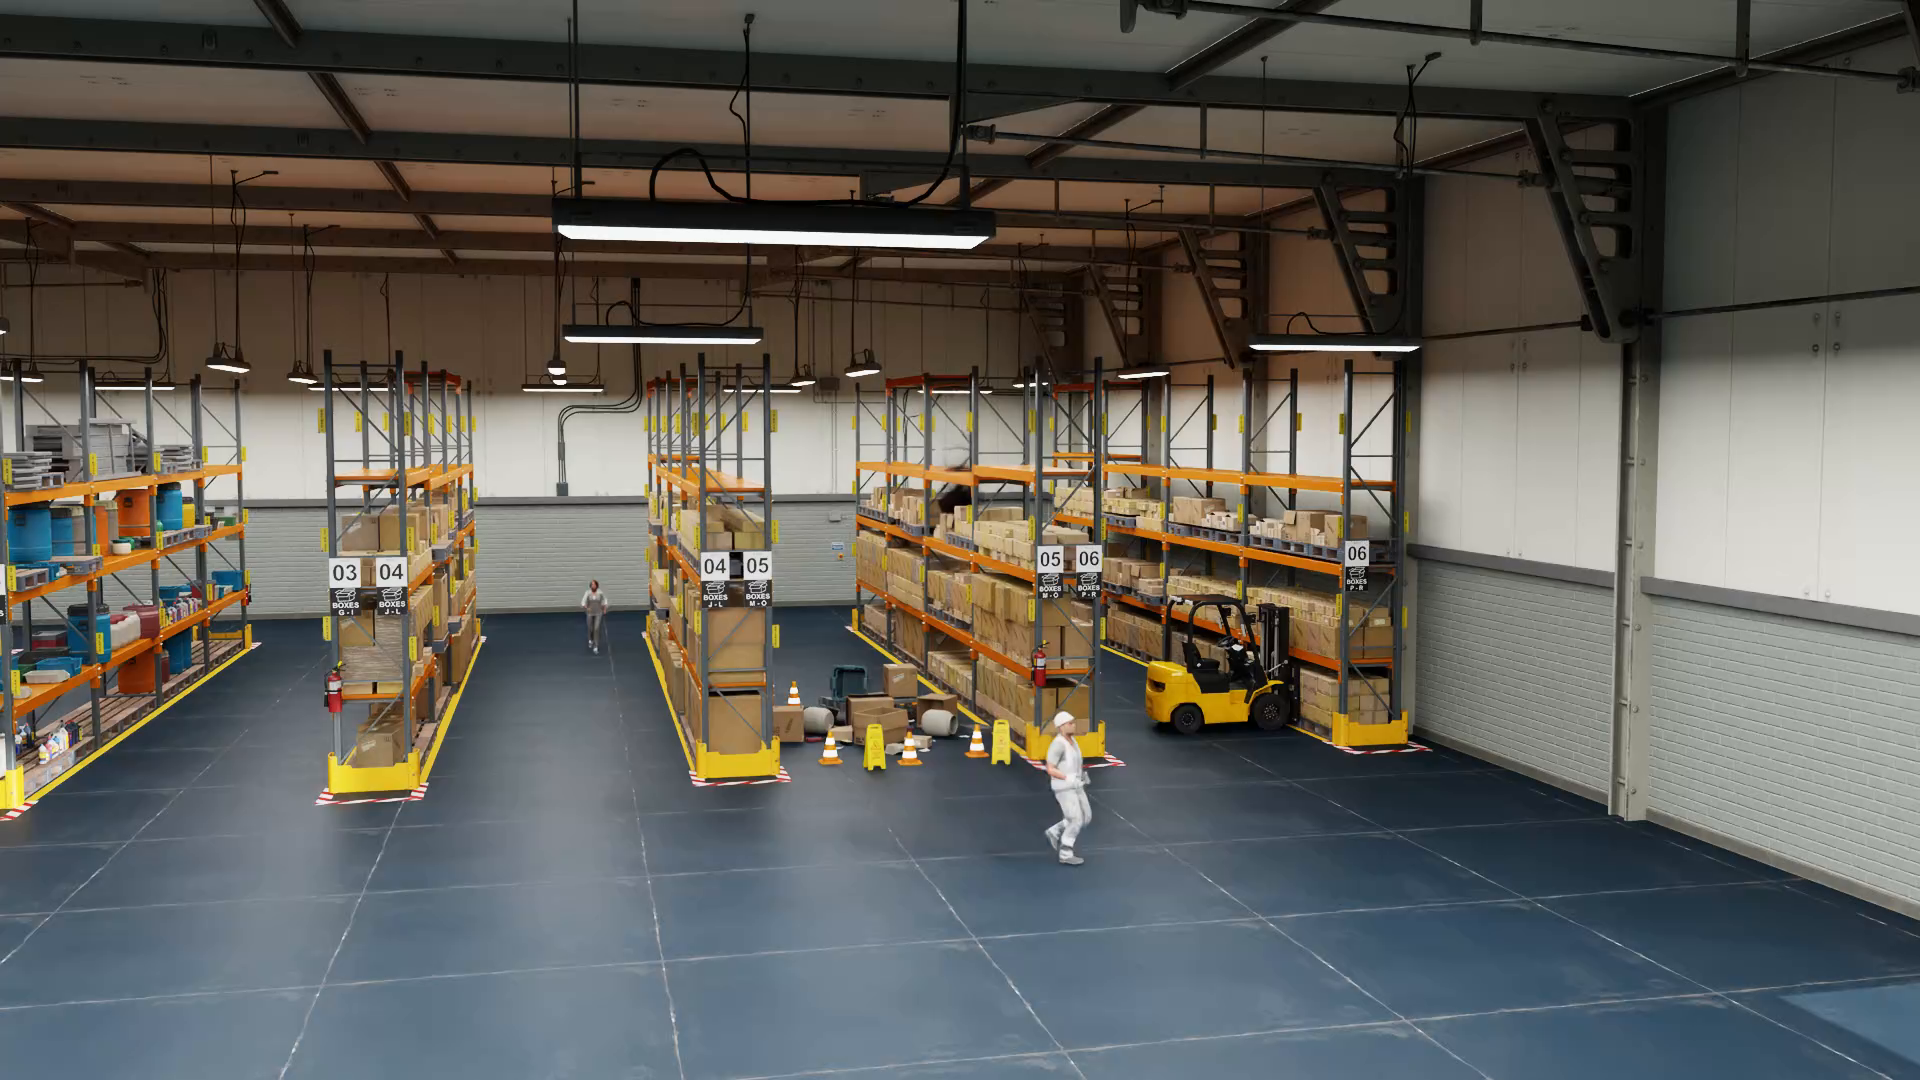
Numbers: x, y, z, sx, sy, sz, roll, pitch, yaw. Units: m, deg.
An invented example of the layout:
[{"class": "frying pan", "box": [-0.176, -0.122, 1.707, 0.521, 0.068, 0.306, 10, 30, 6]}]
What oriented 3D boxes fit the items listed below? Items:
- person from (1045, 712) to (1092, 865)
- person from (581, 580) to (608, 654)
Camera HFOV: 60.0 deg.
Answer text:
[{"class": "person", "box": [1.220, 2.816, 18.913, 0.615, 1.738, 0.652, 2, 5, 28]}, {"class": "person", "box": [-8.039, 1.716, 36.602, 0.566, 1.511, 0.744, -1, 4, -12]}]
